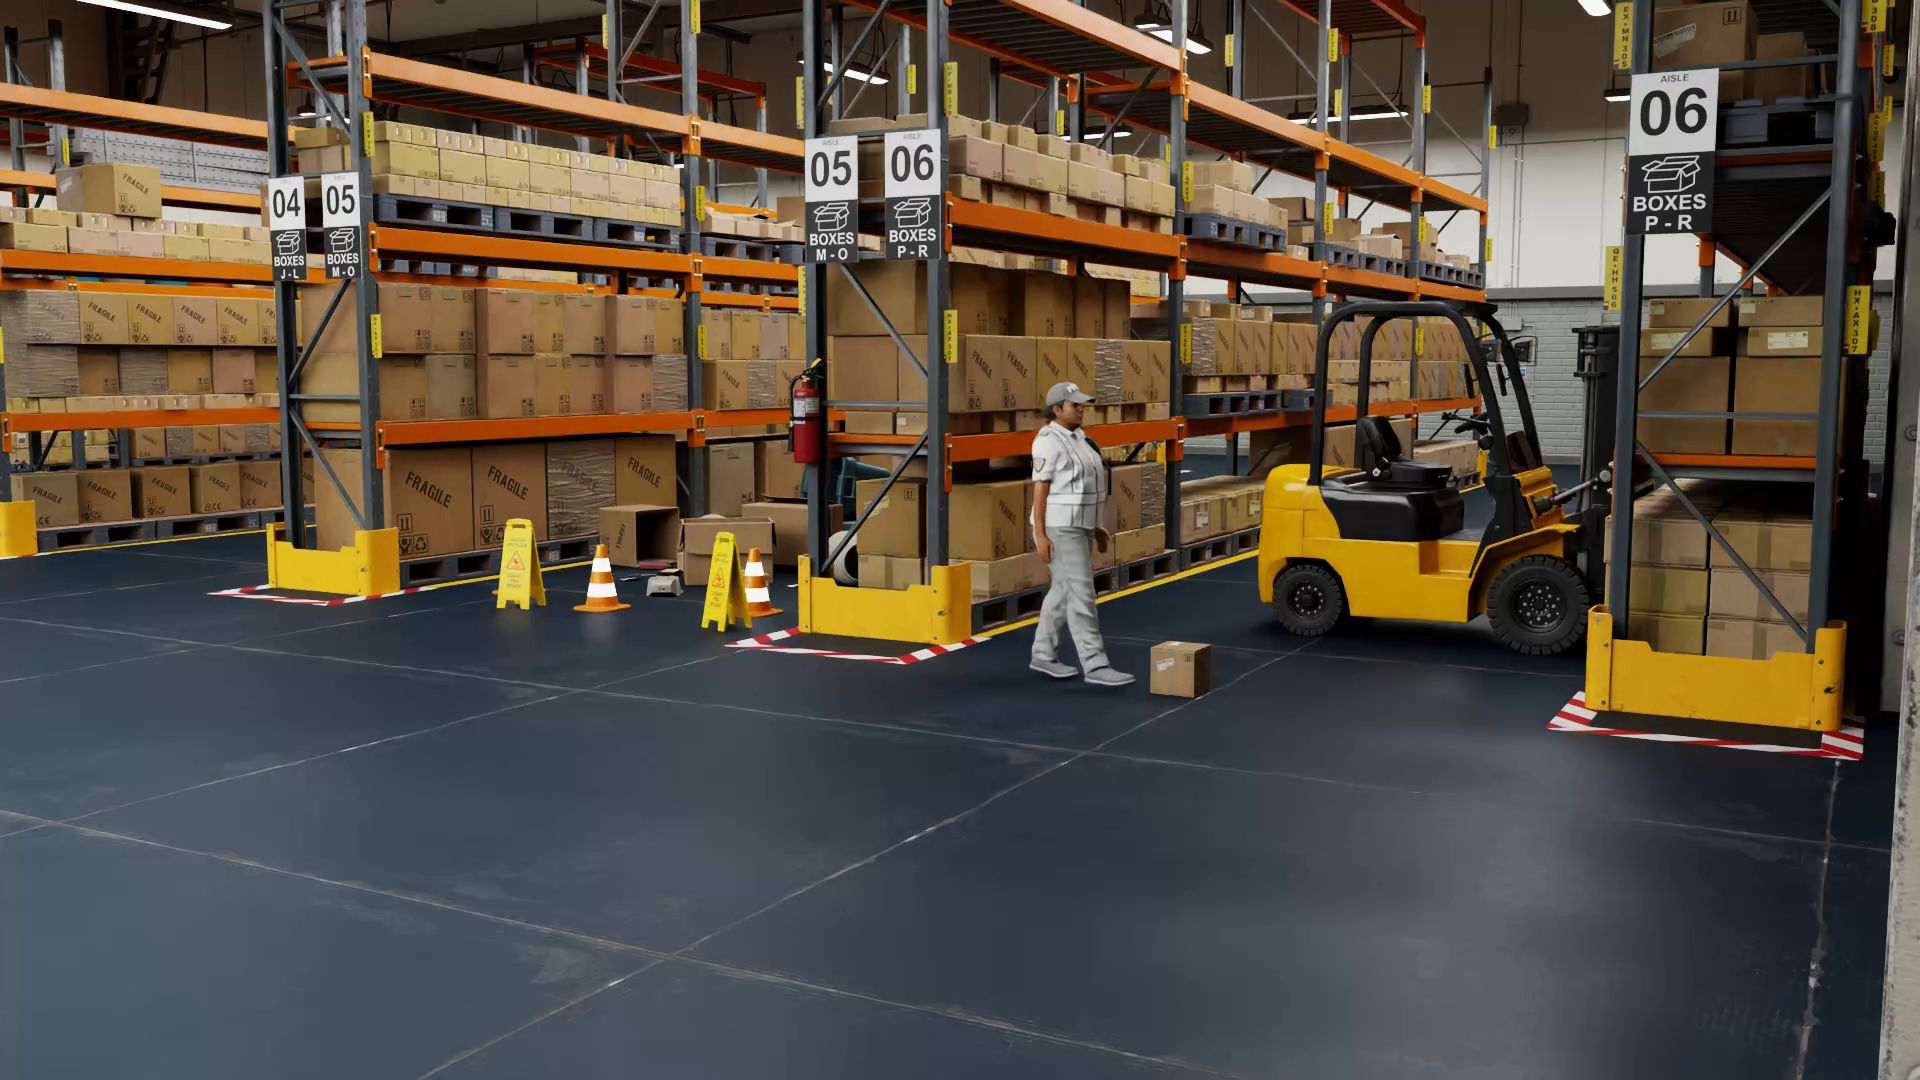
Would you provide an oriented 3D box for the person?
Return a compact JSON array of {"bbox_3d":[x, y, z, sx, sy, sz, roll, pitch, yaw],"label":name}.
[{"bbox_3d":[0.698,-0.040,9.154,0.728,1.656,0.490,3,7,28],"label":"person"}]
